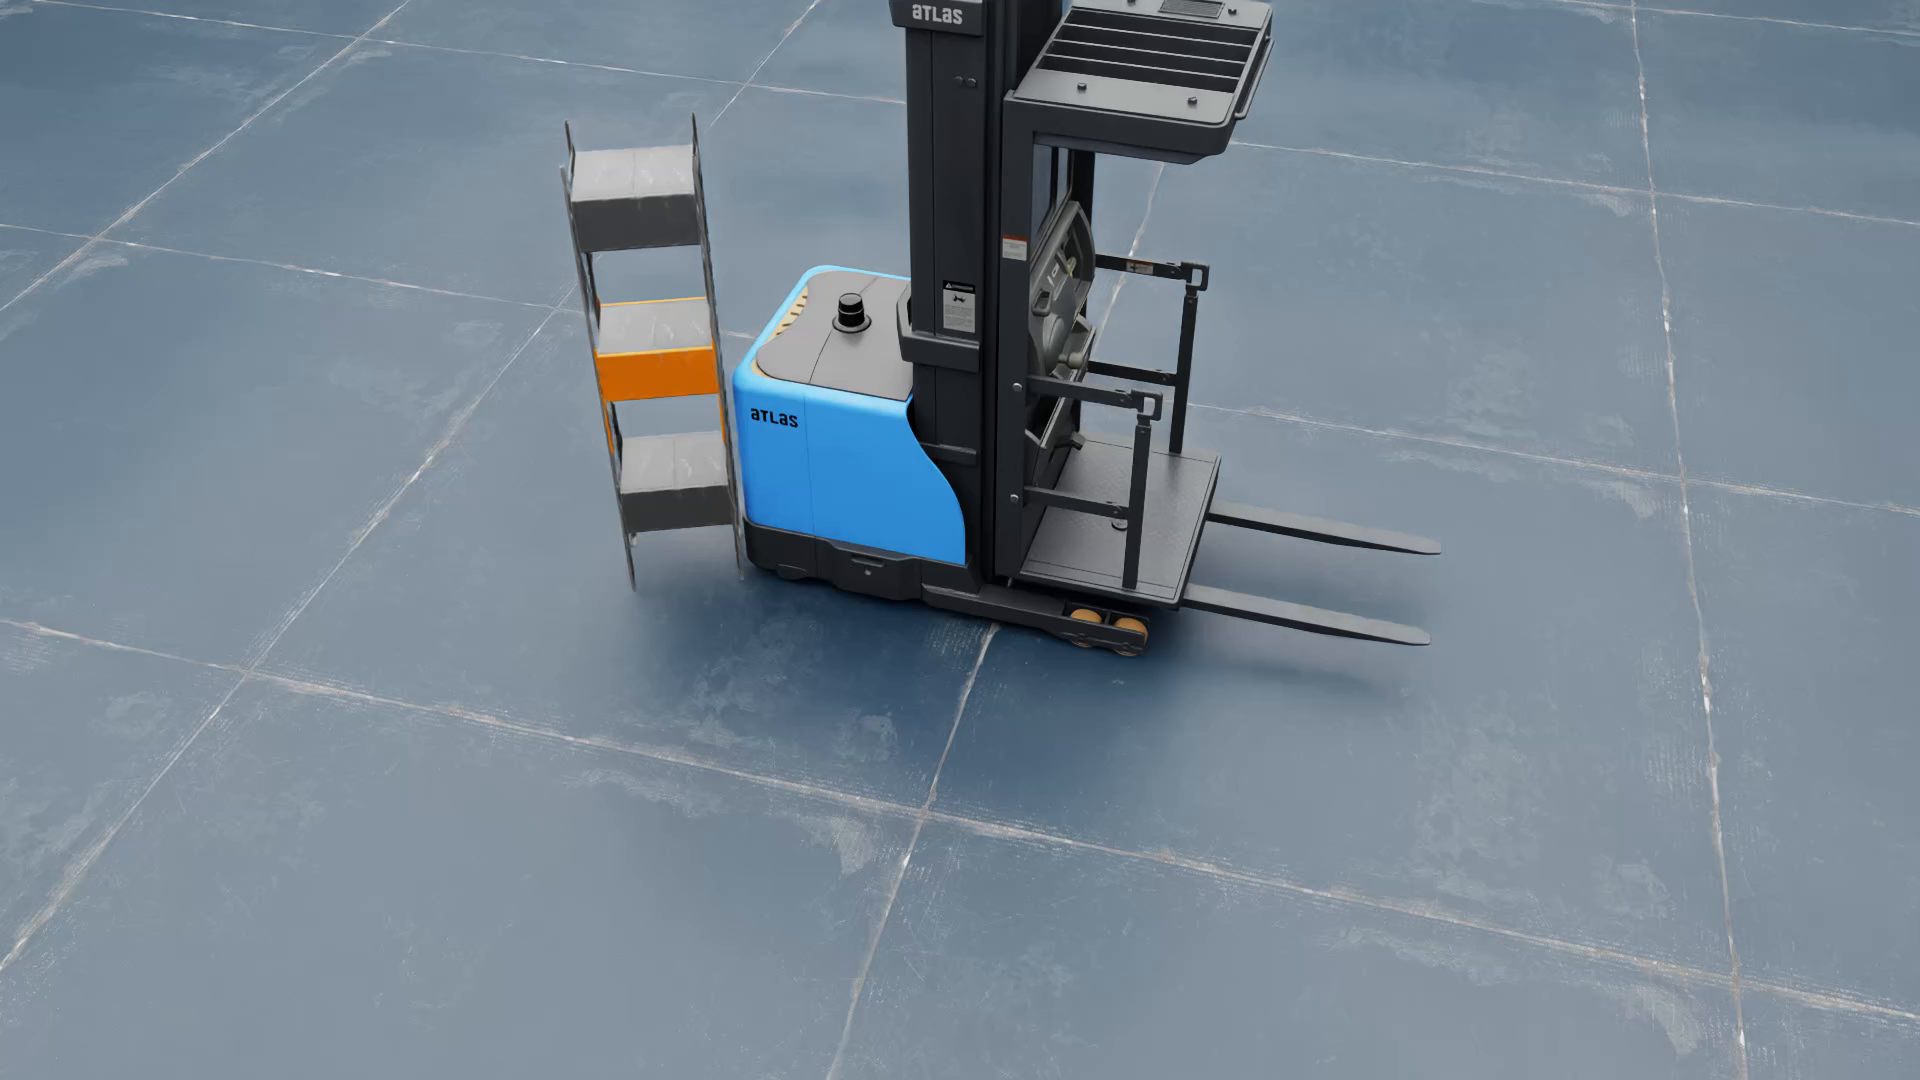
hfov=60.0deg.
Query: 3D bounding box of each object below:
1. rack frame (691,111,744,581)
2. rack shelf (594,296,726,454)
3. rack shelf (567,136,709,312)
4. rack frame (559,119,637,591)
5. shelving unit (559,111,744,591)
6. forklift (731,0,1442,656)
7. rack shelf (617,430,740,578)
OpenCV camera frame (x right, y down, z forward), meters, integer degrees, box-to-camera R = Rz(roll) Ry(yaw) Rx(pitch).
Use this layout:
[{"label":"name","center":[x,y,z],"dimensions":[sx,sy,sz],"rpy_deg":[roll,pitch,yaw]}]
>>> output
[{"label":"rack frame","center":[-1.016,-0.746,7.029],"dimensions":[0.015,2.100,0.400],"rpy_deg":[-5,40,-6]},{"label":"rack shelf","center":[-1.258,-0.714,7.012],"dimensions":[0.480,0.518,0.431],"rpy_deg":[-5,40,-6]},{"label":"rack shelf","center":[-1.259,-1.250,6.562],"dimensions":[0.480,0.518,0.431],"rpy_deg":[-5,40,-6]},{"label":"rack frame","center":[-1.500,-0.703,6.979],"dimensions":[0.015,2.100,0.400],"rpy_deg":[-5,40,-6]},{"label":"shelving unit","center":[-1.258,-0.724,7.004],"dimensions":[0.503,2.100,0.431],"rpy_deg":[-5,40,-6]},{"label":"forklift","center":[0.601,-1.005,6.693],"dimensions":[3.031,2.935,1.130],"rpy_deg":[11,41,13]},{"label":"rack shelf","center":[-1.257,-0.178,7.463],"dimensions":[0.480,0.518,0.431],"rpy_deg":[-5,40,-6]}]
